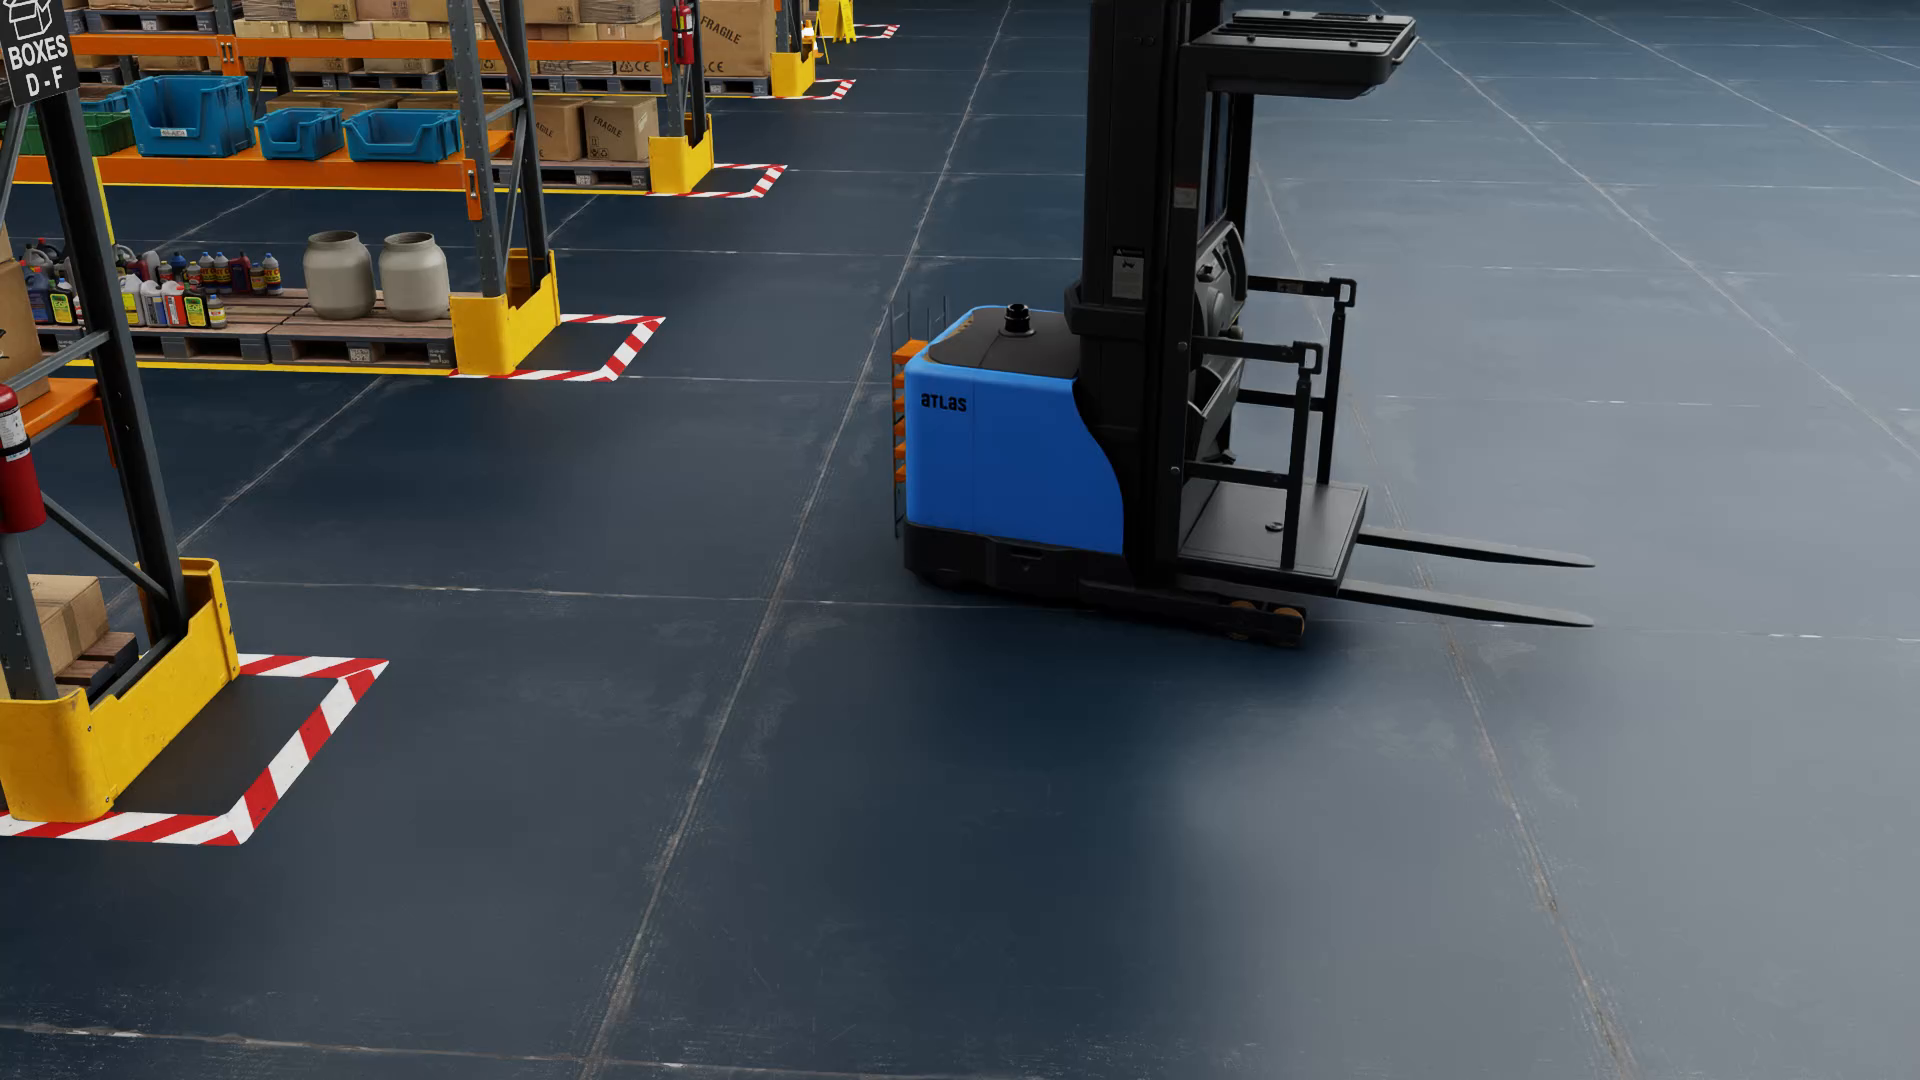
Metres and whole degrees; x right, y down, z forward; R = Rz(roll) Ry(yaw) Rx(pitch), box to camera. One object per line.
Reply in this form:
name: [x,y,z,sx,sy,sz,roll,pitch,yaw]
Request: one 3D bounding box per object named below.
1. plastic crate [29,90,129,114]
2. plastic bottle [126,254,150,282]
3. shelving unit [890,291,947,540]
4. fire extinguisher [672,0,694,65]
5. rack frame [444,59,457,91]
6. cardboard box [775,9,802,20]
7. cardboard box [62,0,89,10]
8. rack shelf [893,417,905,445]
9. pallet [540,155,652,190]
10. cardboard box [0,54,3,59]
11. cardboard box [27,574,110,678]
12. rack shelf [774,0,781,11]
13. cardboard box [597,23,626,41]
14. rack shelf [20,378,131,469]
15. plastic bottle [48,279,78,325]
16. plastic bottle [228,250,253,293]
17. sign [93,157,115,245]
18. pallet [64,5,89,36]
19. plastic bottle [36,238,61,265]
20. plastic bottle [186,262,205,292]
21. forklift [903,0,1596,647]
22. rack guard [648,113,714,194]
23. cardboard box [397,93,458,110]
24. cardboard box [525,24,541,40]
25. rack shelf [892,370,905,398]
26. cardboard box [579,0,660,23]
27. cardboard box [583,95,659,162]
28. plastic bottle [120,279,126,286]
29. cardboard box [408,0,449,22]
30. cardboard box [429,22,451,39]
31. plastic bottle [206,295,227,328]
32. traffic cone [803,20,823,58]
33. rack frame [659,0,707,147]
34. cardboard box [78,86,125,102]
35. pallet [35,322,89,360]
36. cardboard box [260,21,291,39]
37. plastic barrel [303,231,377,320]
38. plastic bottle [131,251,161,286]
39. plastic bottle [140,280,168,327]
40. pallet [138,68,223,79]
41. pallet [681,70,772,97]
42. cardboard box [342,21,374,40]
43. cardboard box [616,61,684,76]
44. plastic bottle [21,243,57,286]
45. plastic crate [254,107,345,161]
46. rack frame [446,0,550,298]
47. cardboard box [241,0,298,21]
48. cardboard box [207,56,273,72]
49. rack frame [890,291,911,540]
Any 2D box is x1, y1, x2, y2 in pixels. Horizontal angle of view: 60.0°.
plastic crate: [-5.739,-2.795,10.852,0.616,0.251,0.499,2,25,4]
plastic bottle: [-5.532,-1.782,11.197,0.133,0.283,0.061,2,25,4]
shelving unit: [-0.192,-0.577,8.008,0.189,1.200,0.258,9,26,18]
fire extinguisher: [-2.417,-4.490,14.450,0.183,0.674,0.296,2,25,4]
rack frame: [-6.004,-6.913,19.623,0.127,3.000,1.000,2,25,4]
cardboard box: [-2.588,-7.707,24.137,0.500,0.250,0.500,2,25,4]
cardboard box: [-8.220,-5.103,15.065,0.637,0.503,0.797,4,25,9]
rack shelf: [-0.192,-0.537,8.027,0.180,0.103,0.258,9,26,18]
pallet: [-3.379,-3.497,15.536,1.213,0.211,1.003,2,25,4]
cardboard box: [-11.714,-6.036,20.207,0.500,0.500,0.500,1,25,2]
cardboard box: [-3.776,0.356,6.613,0.500,0.250,0.500,2,25,4]
rack shelf: [-4.010,-6.522,19.635,4.000,0.370,1.077,2,25,4]
cardboard box: [-3.045,-4.538,14.763,0.250,0.149,0.380,2,25,4]
rack shelf: [-5.252,-0.329,6.177,4.000,0.370,1.077,2,25,4]
plastic bottle: [-5.741,-1.523,10.633,0.133,0.283,0.061,3,25,6]
plastic bottle: [-4.883,-1.825,11.290,0.133,0.283,0.061,2,25,5]
sign: [-3.210,-1.252,6.192,0.005,0.325,0.100,2,25,4]
pallet: [-8.496,-4.843,15.356,1.213,0.211,1.003,2,25,4]
plastic bottle: [-6.199,-1.880,11.330,0.185,0.351,0.144,1,25,3]
plastic bottle: [-5.199,-1.790,11.312,0.097,0.201,0.097,0,25,0]
forklift: [1.312,-1.120,7.117,3.031,2.935,1.130,9,26,18]
rack guard: [-2.572,-3.588,15.387,0.348,0.500,1.175,2,25,4]
cardboard box: [-4.892,-3.872,15.504,0.500,0.500,0.500,0,25,-1]
cardboard box: [-3.793,-4.564,14.820,0.250,0.149,0.380,2,25,4]
rack shelf: [-0.192,-0.755,7.926,0.180,0.103,0.258,9,26,18]
cardboard box: [-3.042,-4.930,14.840,0.500,0.500,0.875,2,25,4]
cardboard box: [-3.117,-3.803,15.353,0.500,0.500,0.500,6,25,14]
plastic bottle: [-5.492,-1.591,10.790,0.135,0.276,0.152,2,25,4]
cardboard box: [-4.543,-4.951,14.885,0.500,0.500,0.875,2,25,4]
cardboard box: [-4.544,-4.571,14.835,0.250,0.149,0.380,2,25,4]
plastic bottle: [-4.740,-1.461,10.597,0.097,0.201,0.097,0,25,0]
traffic cone: [-2.011,-6.701,22.199,0.334,0.463,0.336,2,25,4]
rack frame: [-2.496,-4.721,14.860,0.127,3.000,1.000,2,25,4]
cardboard box: [-8.127,-3.982,15.719,0.500,0.500,0.700,0,25,-1]
pallet: [-6.197,-1.479,11.150,1.213,0.211,1.003,2,25,4]
cardboard box: [-6.045,-4.589,14.874,0.250,0.149,0.380,2,25,4]
plastic barrel: [-4.037,-1.722,10.817,0.421,0.512,0.421,0,25,0]
plastic bottle: [-5.524,-1.823,11.295,0.135,0.276,0.152,2,25,5]
plastic bottle: [-5.128,-1.519,10.633,0.135,0.276,0.152,1,25,3]
pallet: [-9.212,-5.717,20.361,1.213,0.211,1.003,2,25,4]
pallet: [-2.819,-5.511,19.913,1.213,0.211,1.003,2,25,4]
cardboard box: [-5.297,-4.563,14.818,0.250,0.149,0.380,2,25,4]
cardboard box: [-3.574,-6.032,19.748,0.875,0.875,0.875,1,25,3]
plastic bottle: [-6.210,-1.820,11.199,0.185,0.351,0.144,2,25,4]
plastic crate: [-4.044,-2.503,10.219,0.408,0.251,0.499,2,25,4]
rack frame: [-2.875,-2.656,10.373,0.127,3.000,1.000,2,25,4]
cardboard box: [-6.040,-4.989,14.967,0.500,0.500,0.875,2,25,4]
cardboard box: [-8.520,-6.126,20.103,0.750,0.750,1.050,2,25,5]
rack frame: [-0.279,-0.590,8.036,0.006,1.200,0.240,9,26,18]
